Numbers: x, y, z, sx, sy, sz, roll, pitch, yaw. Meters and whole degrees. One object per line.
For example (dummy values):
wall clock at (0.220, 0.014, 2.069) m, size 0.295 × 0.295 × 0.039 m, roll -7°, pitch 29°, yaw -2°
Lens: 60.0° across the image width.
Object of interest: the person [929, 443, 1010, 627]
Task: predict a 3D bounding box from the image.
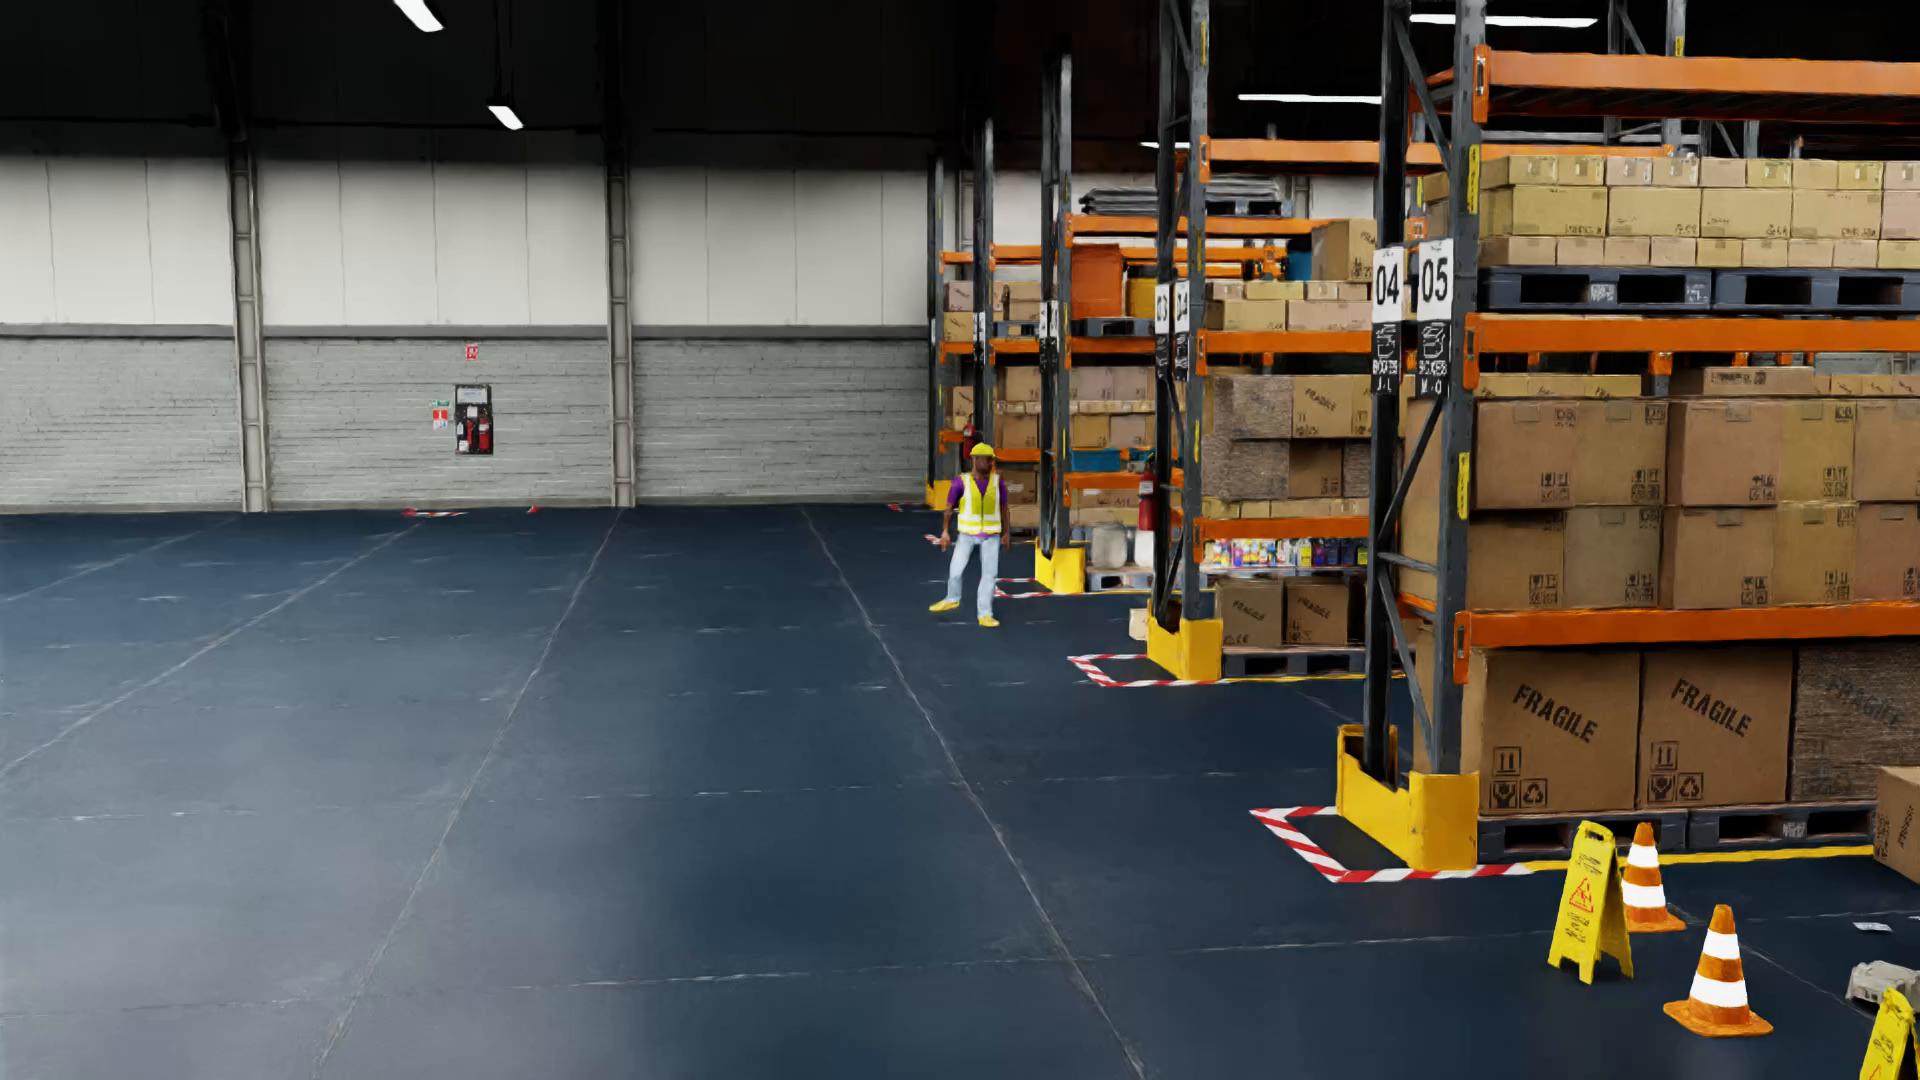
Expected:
person at (0.102, -0.060, 16.161) m, size 0.750 × 1.765 × 0.630 m, roll -1°, pitch 7°, yaw -8°
